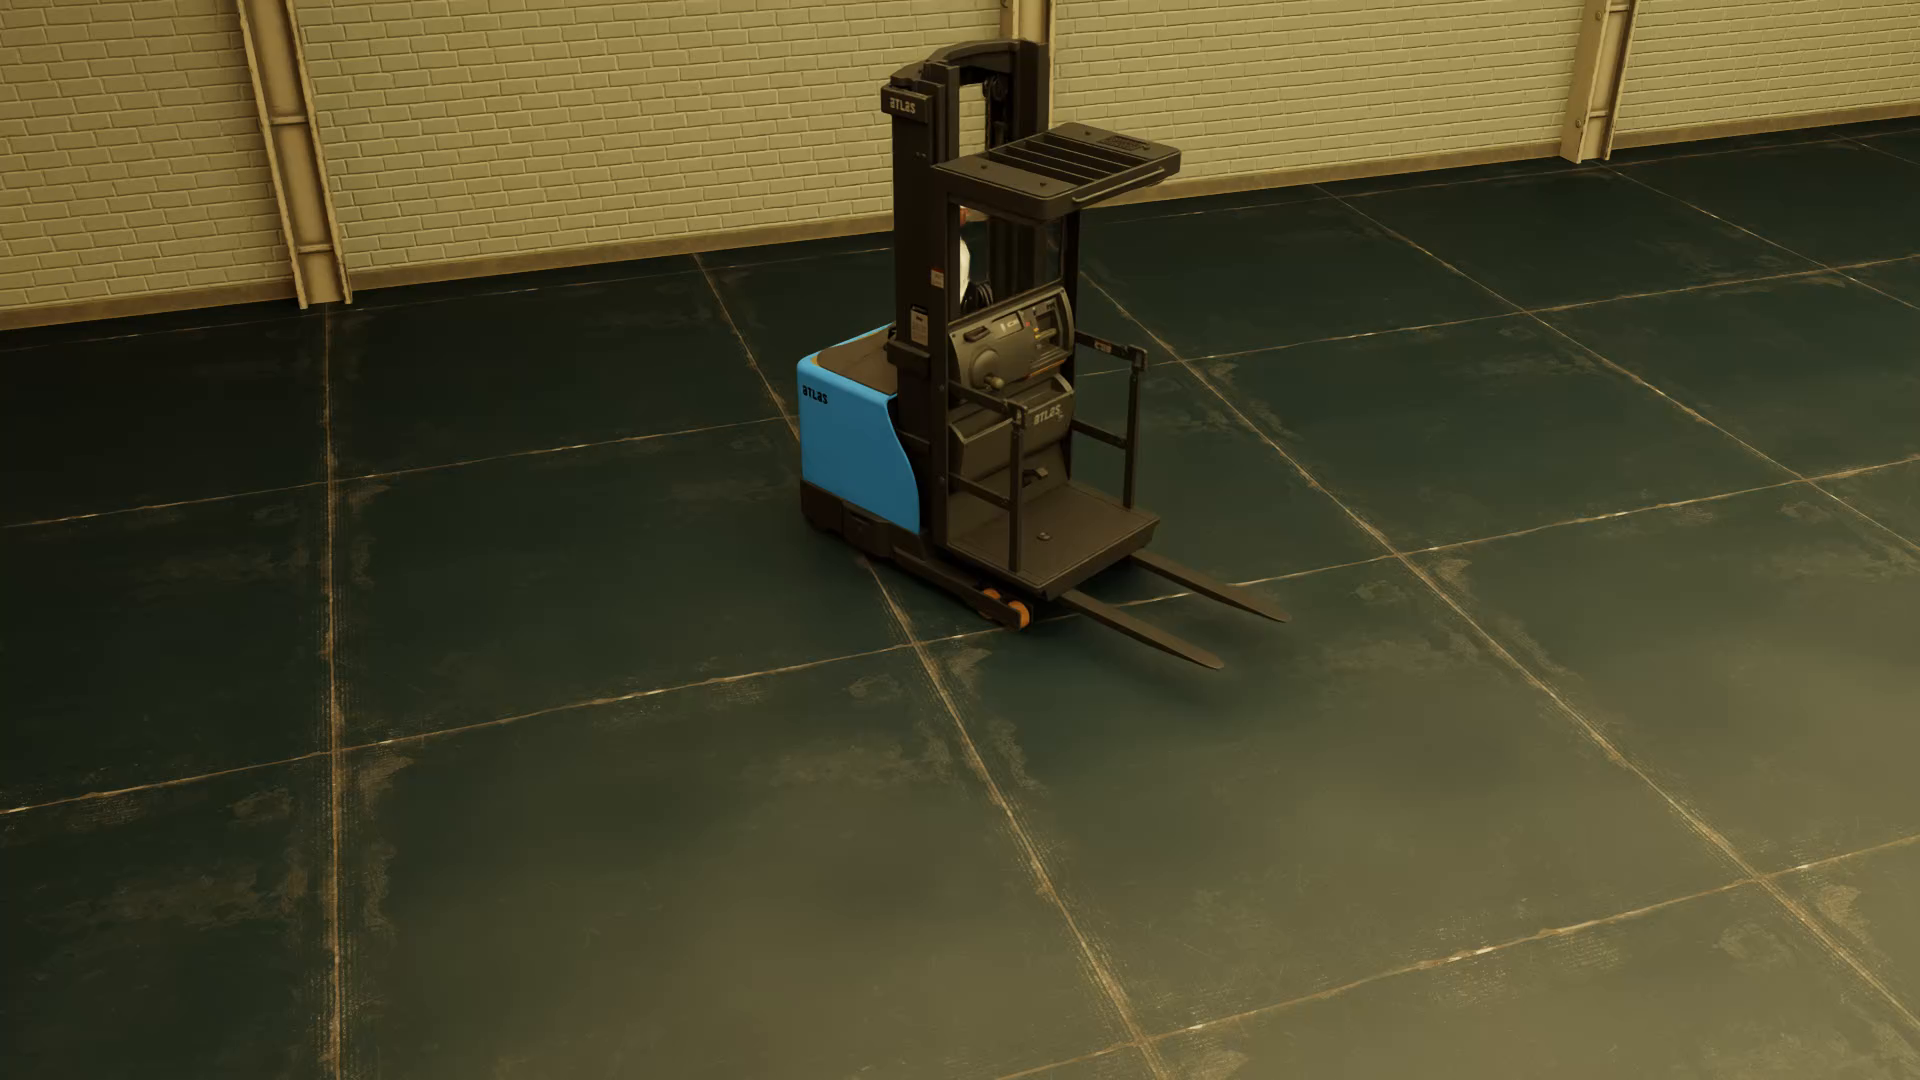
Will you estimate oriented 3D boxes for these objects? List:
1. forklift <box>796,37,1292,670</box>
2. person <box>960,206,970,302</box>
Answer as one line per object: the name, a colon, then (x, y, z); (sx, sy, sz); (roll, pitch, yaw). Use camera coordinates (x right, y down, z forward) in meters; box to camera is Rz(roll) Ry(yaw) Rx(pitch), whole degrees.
forklift: (0.443, -1.061, 8.931); (3.031, 2.935, 1.130); (25, 38, 37)
person: (-0.041, -1.545, 11.058); (0.538, 1.664, 0.968); (2, 30, 4)
